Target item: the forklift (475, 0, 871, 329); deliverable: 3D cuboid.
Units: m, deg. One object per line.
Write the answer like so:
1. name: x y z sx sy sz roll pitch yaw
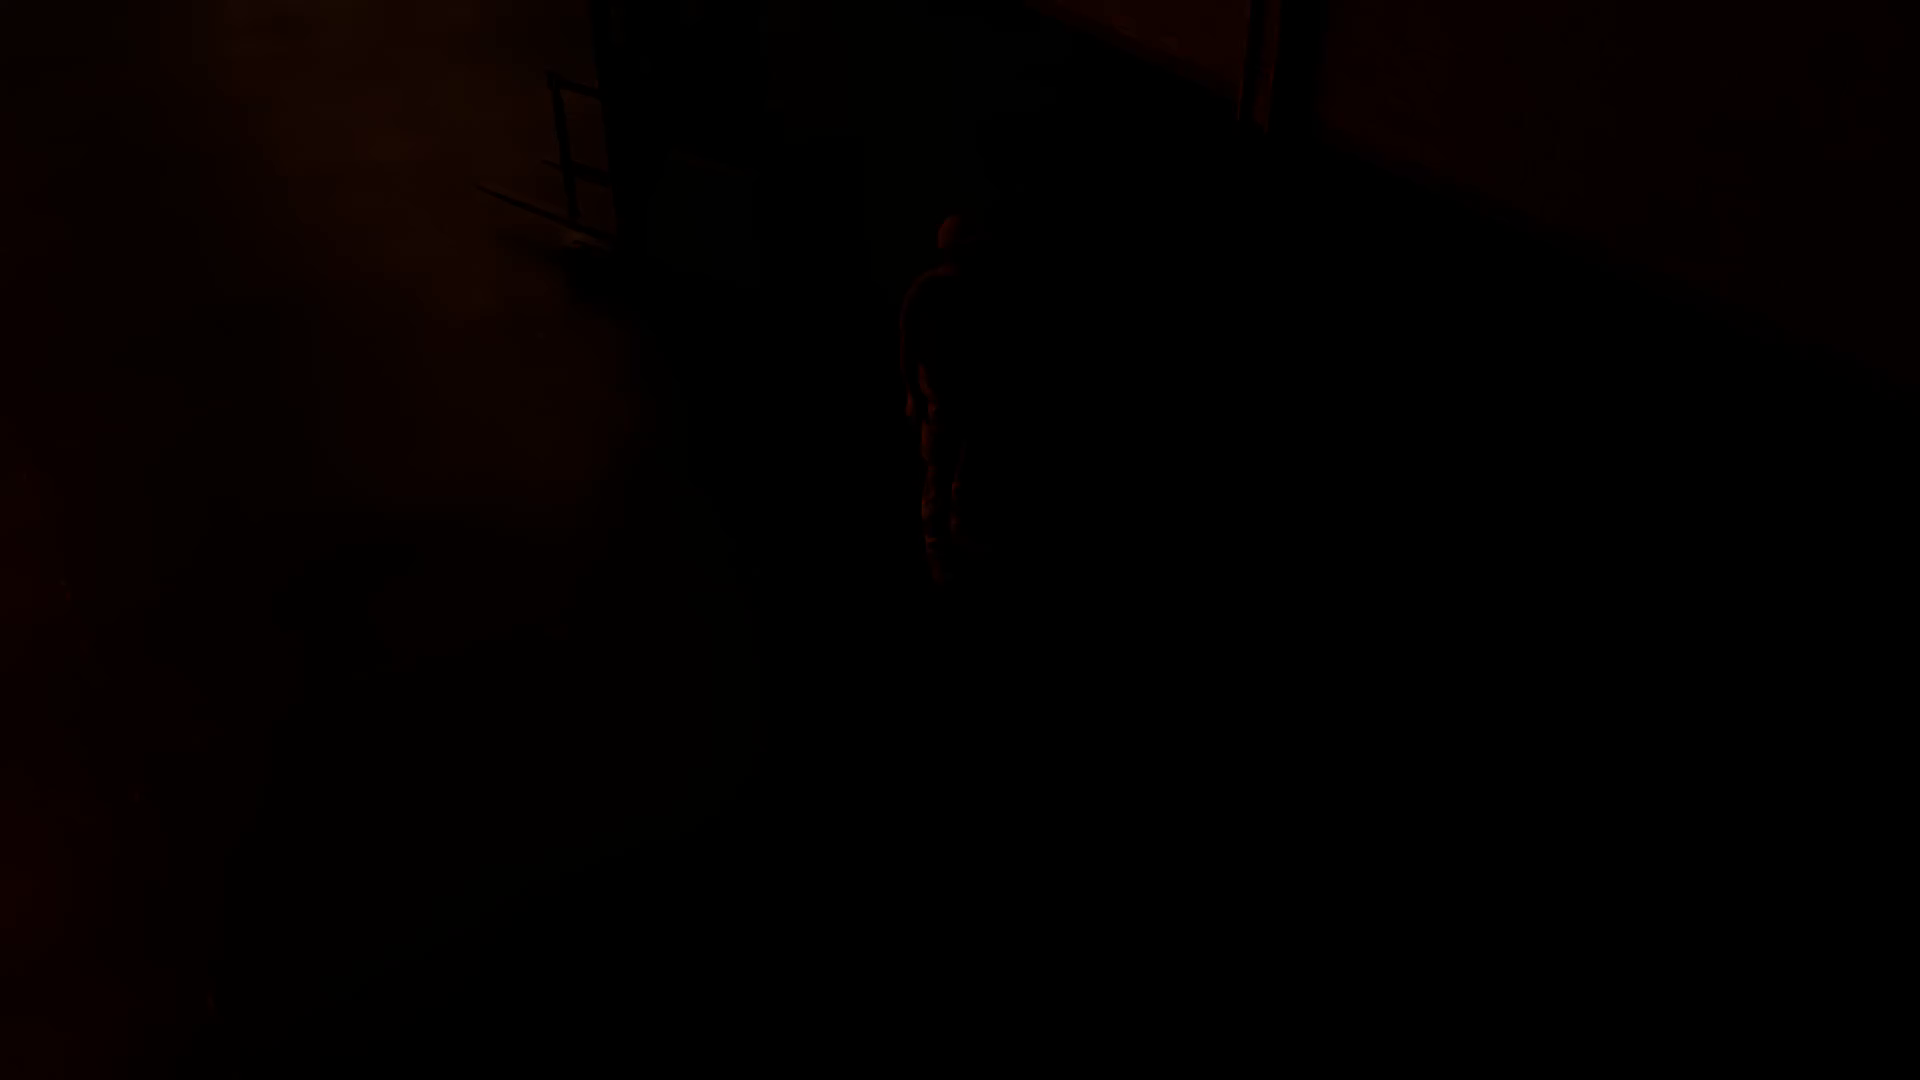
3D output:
1. forklift: -2.077 -3.207 10.712 3.031 2.935 1.130 23 41 29

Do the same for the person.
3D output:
1. person: 0.035 -0.695 8.119 0.637 1.787 0.563 -21 40 -27
